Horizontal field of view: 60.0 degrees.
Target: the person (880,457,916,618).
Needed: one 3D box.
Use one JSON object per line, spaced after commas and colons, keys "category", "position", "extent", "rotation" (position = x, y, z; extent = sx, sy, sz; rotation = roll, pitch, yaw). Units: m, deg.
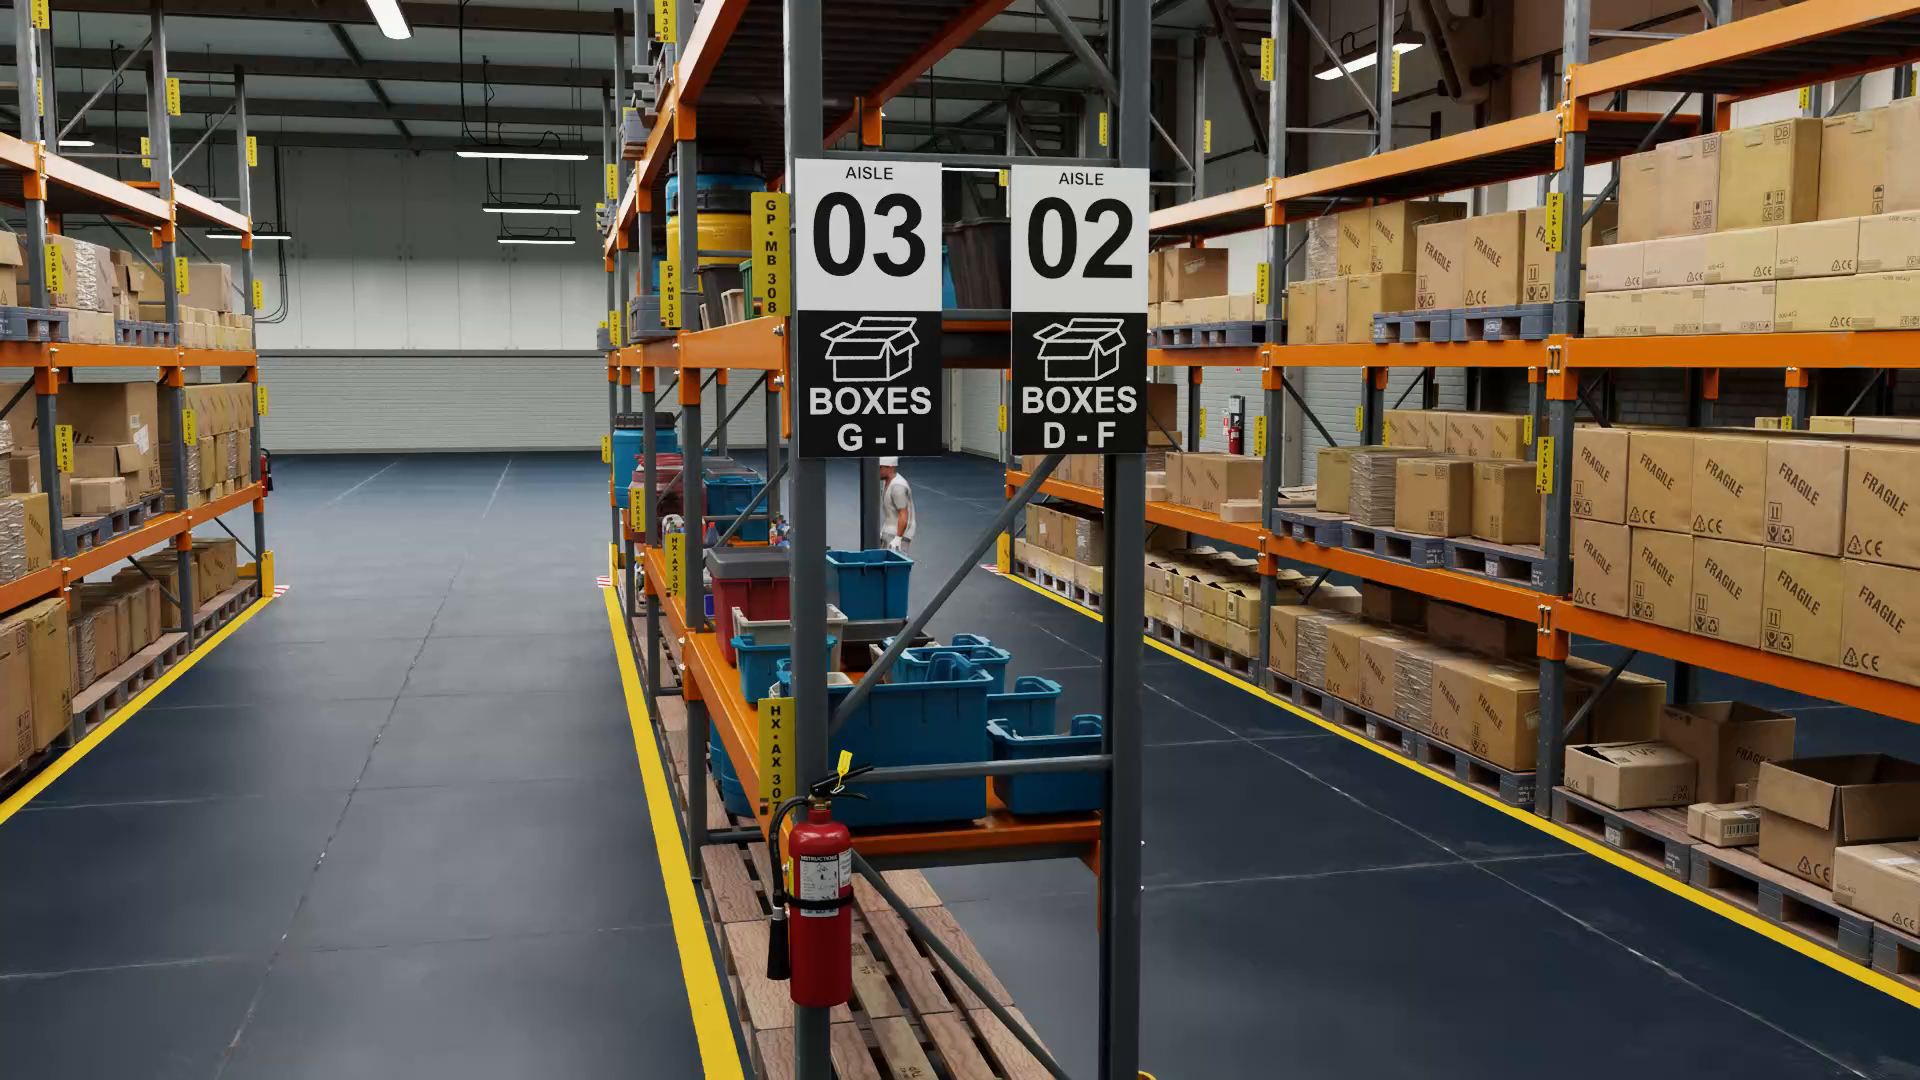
{"category": "person", "position": [-0.693, -0.012, 16.934], "extent": [0.455, 1.779, 0.585], "rotation": [-2, 6, -14]}
